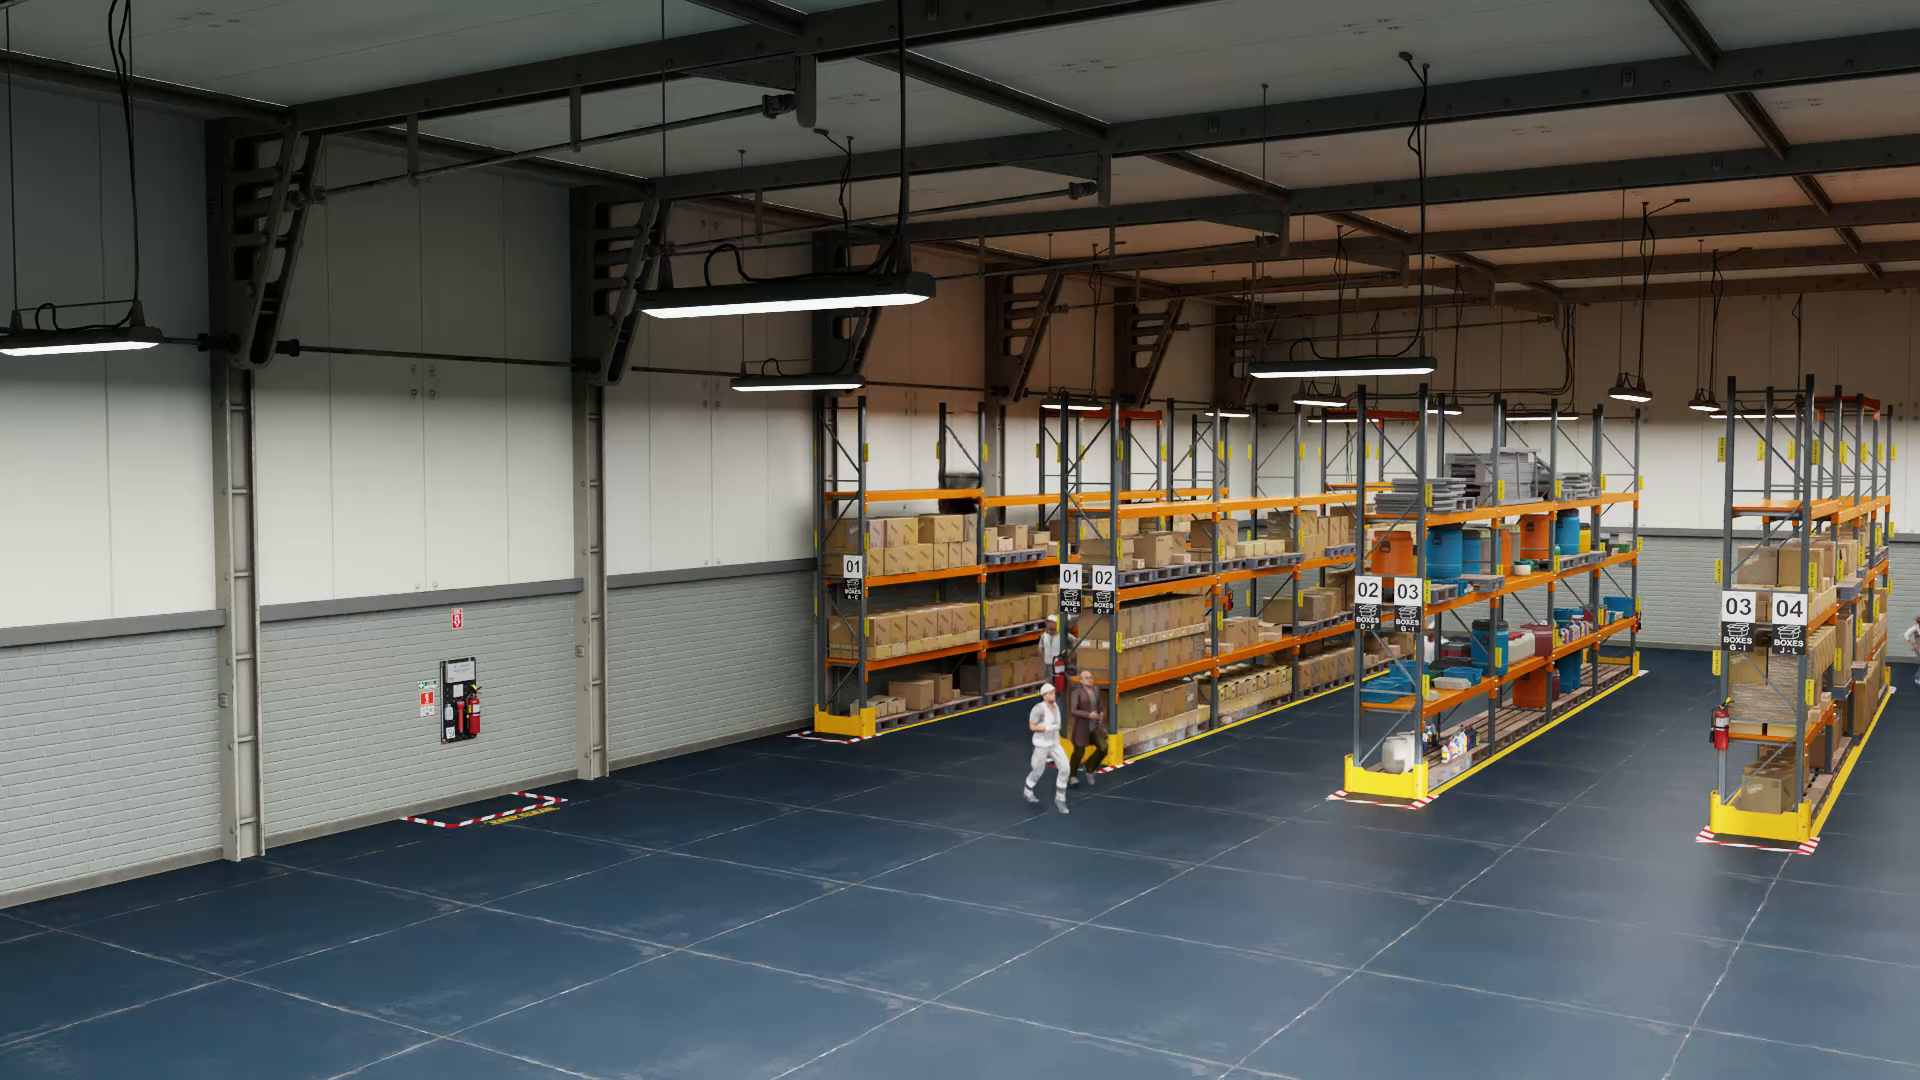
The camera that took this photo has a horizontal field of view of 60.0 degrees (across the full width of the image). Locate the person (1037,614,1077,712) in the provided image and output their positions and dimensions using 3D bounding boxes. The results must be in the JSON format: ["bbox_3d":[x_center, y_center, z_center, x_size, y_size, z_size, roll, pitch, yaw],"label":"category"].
[{"bbox_3d":[1.744,2.269,30.322,0.664,1.825,0.839,2,4,32],"label":"person"}]

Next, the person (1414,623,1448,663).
[{"bbox_3d":[9.038,2.453,31.813,0.715,1.741,0.822,2,3,28],"label":"person"}]

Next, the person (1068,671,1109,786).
[{"bbox_3d":[1.915,2.808,24.821,0.728,1.738,0.904,-2,3,-29],"label":"person"}]

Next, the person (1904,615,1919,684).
[{"bbox_3d":[20.392,2.371,35.264,0.560,1.603,0.664,-1,3,-17],"label":"person"}]

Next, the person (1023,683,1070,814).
[{"bbox_3d":[1.159,2.903,23.228,0.629,1.831,0.838,-2,4,-37],"label":"person"}]
